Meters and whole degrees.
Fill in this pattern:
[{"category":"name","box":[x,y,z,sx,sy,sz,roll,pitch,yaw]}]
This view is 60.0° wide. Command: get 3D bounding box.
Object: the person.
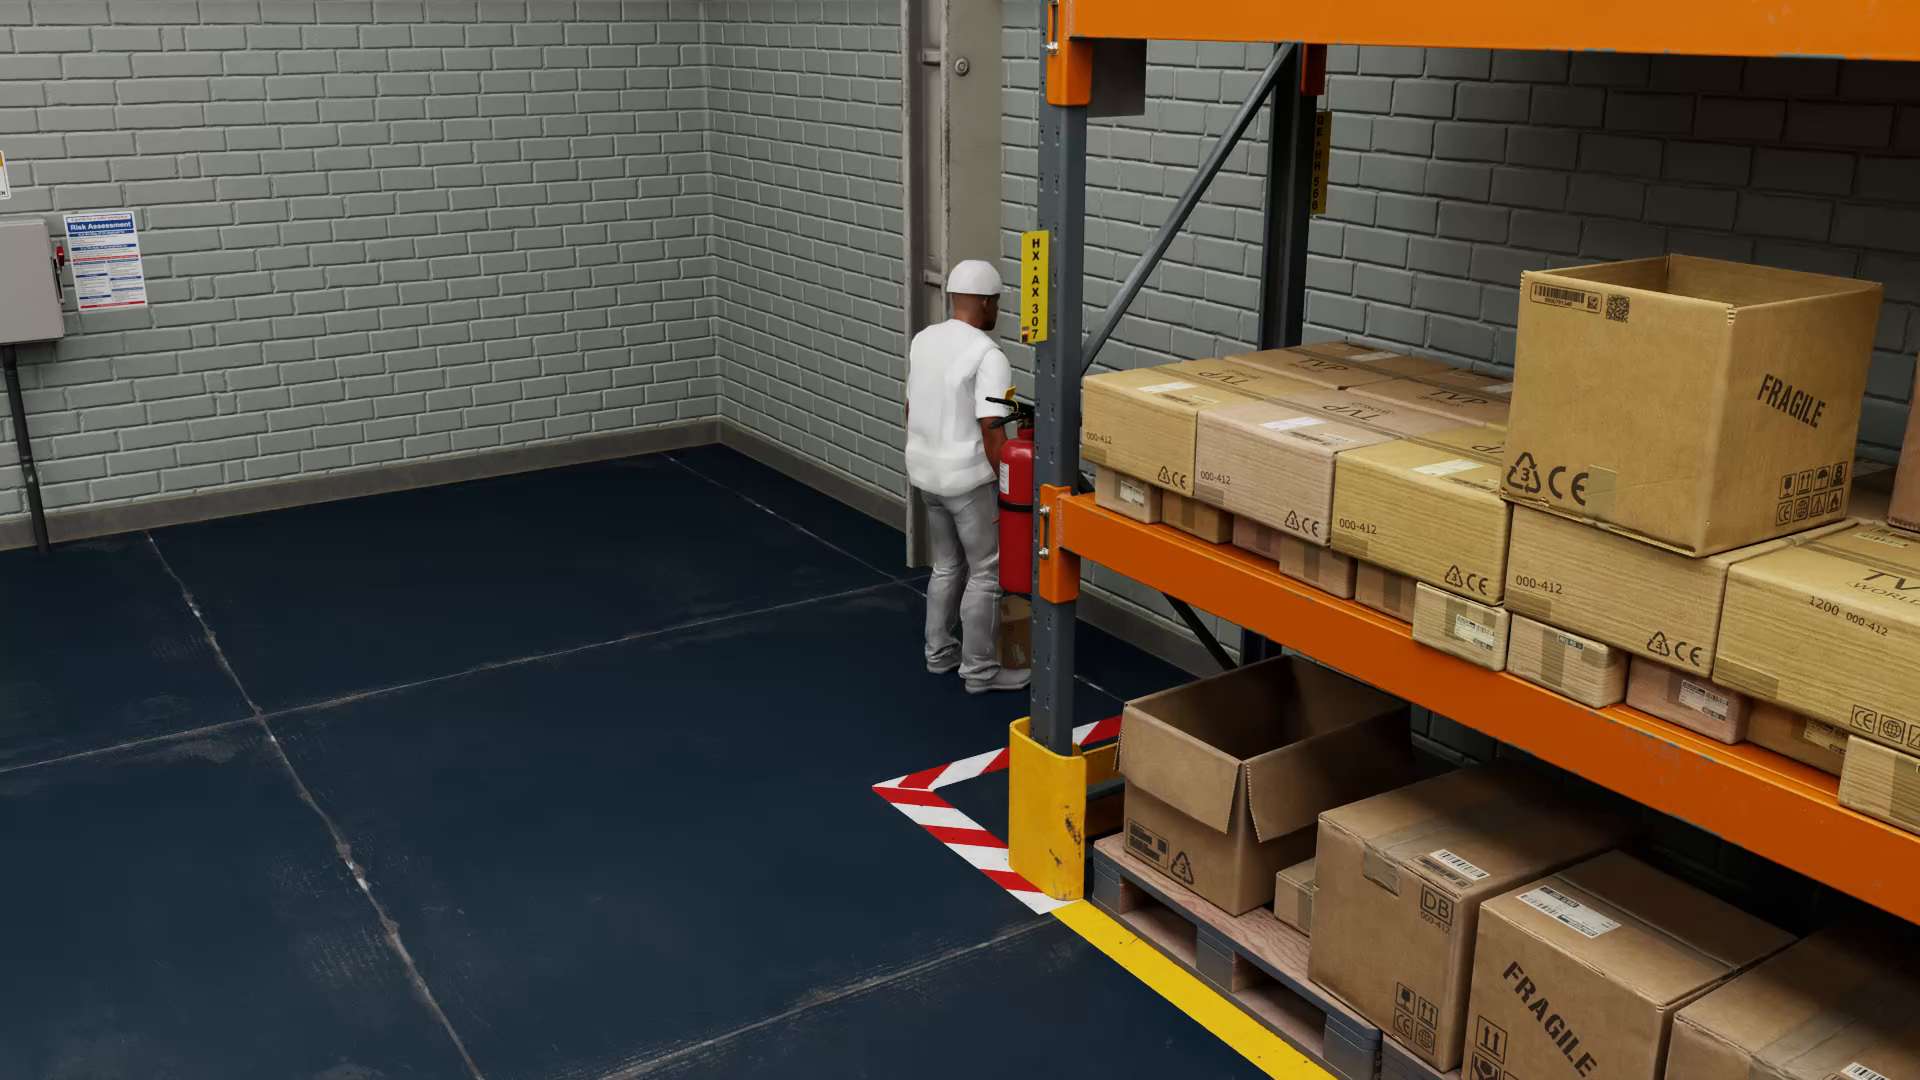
[{"category":"person","box":[0.026,-0.264,6.842,0.460,1.759,0.629,-13,22,-35]}]
